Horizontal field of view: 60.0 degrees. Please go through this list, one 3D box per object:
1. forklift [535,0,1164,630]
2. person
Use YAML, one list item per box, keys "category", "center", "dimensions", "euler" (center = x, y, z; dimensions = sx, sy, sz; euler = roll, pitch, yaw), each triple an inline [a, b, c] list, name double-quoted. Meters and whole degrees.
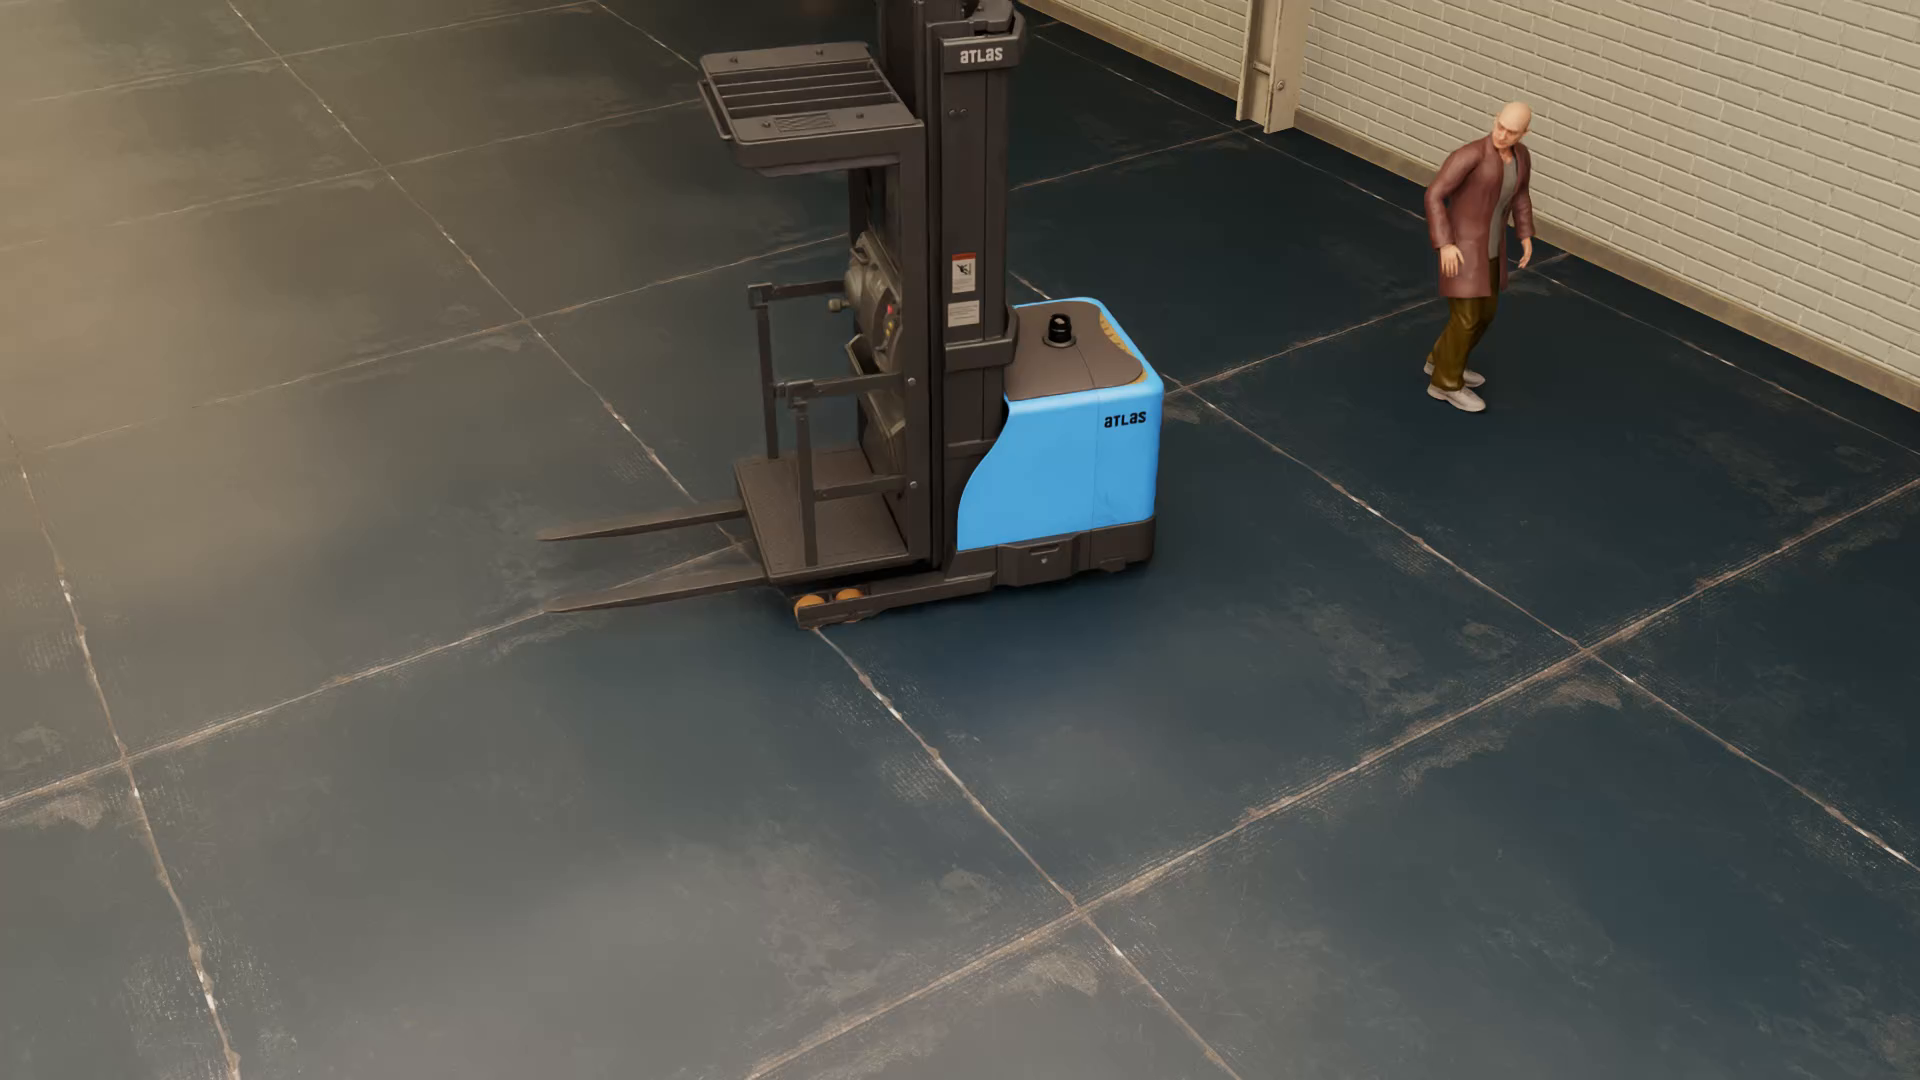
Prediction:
- category: "forklift"
  center: [-0.587, -1.103, 7.717]
  dimensions: [3.031, 2.935, 1.130]
  euler: [-9, 36, -13]
- category: "person"
  center: [3.015, -1.632, 9.496]
  dimensions: [0.796, 1.758, 0.556]
  euler: [-25, 42, -31]
